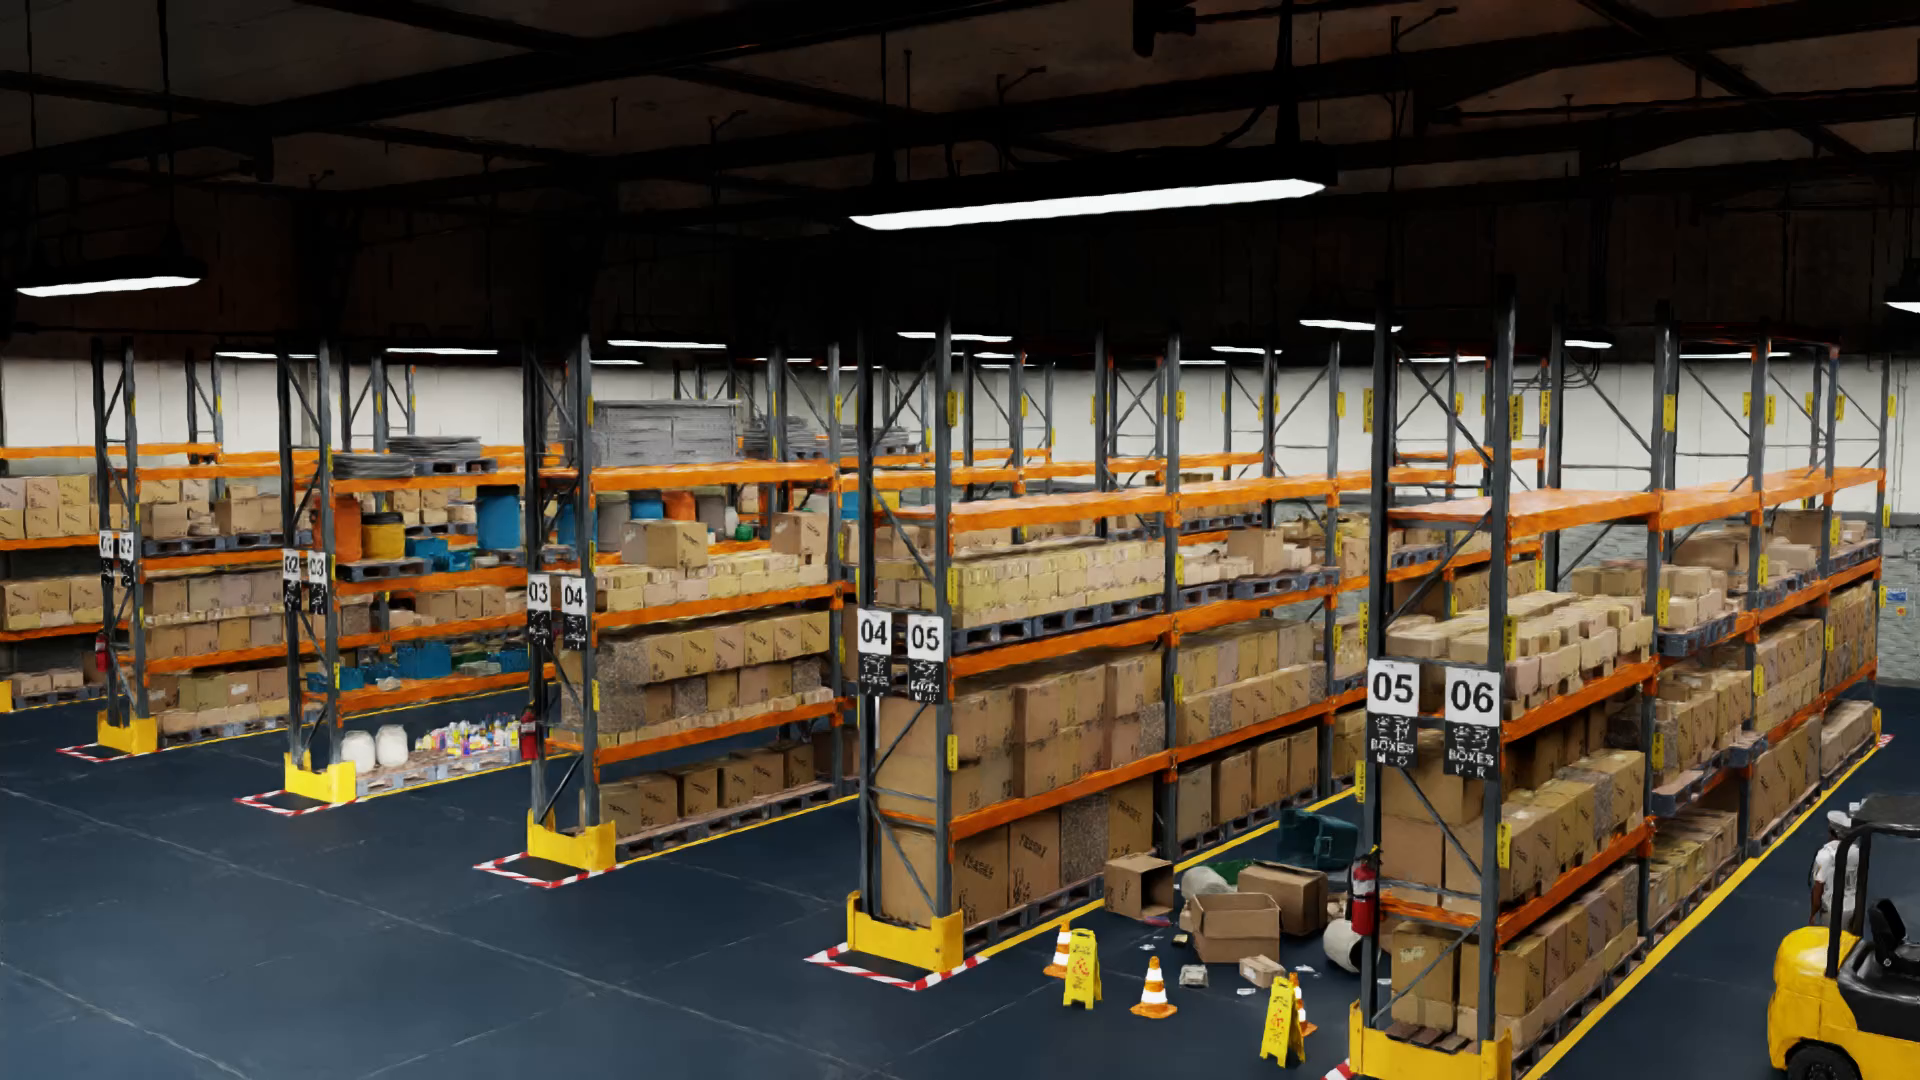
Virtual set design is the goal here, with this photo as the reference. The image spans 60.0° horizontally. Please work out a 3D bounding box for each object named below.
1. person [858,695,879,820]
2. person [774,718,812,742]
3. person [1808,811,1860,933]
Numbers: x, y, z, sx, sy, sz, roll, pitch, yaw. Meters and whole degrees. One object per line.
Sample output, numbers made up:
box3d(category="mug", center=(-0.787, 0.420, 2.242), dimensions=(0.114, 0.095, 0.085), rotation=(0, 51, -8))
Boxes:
box3d(category="person", center=(-0.970, 2.507, 20.148), dimensions=(0.506, 1.783, 0.621), rotation=(1, 5, 7))
box3d(category="person", center=(-2.506, 2.249, 24.214), dimensions=(0.448, 1.590, 1.110), rotation=(4, 6, 39))
box3d(category="person", center=(7.323, 3.111, 13.924), dimensions=(0.574, 1.665, 0.549), rotation=(-2, 5, -22))
